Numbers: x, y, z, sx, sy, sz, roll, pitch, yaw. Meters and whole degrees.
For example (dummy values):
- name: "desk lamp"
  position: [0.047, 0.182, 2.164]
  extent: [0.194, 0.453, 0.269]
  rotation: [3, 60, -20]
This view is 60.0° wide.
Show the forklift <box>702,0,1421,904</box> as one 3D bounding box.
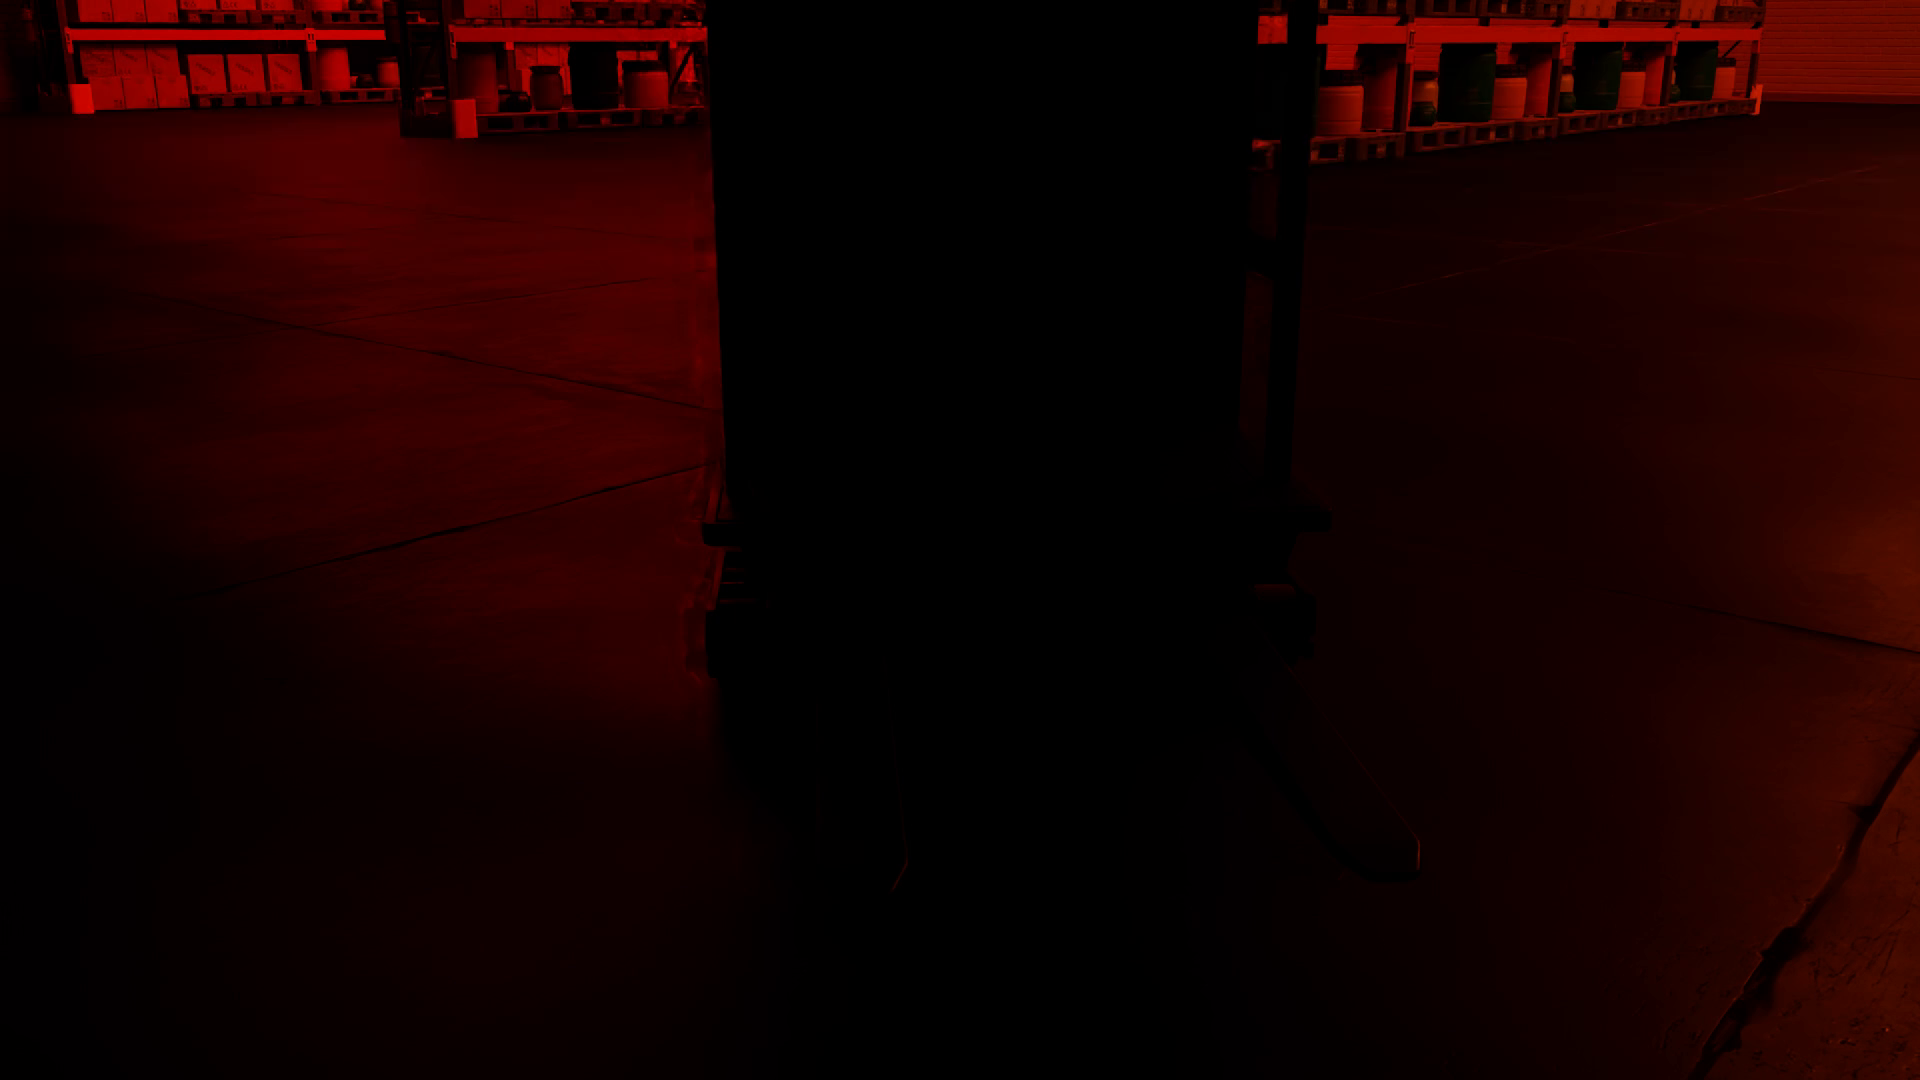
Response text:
- name: "forklift"
  position: [0.069, -1.235, 2.963]
  extent: [1.130, 2.935, 3.031]
  rotation: [-1, 17, -5]
